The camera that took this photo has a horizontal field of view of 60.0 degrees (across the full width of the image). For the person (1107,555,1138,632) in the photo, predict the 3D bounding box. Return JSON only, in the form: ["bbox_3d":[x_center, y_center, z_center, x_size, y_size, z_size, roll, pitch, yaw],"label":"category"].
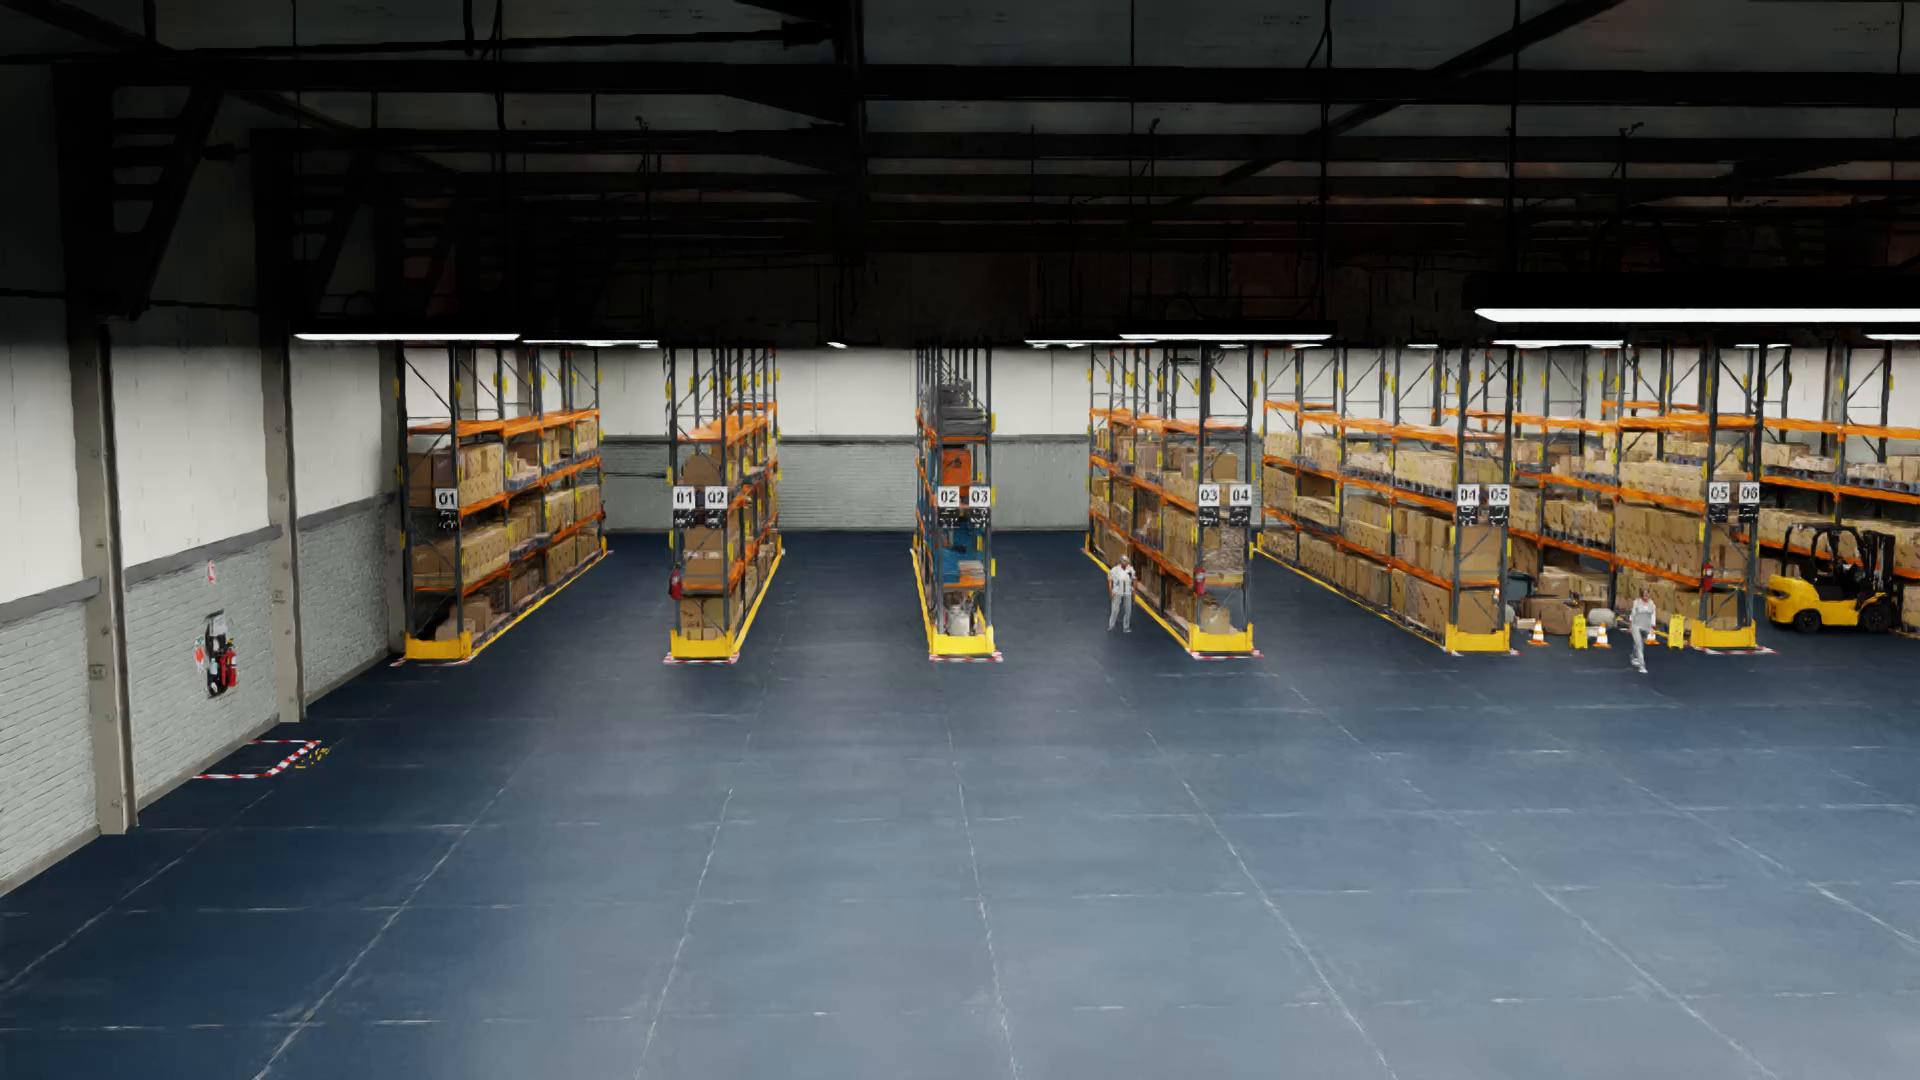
[{"bbox_3d":[3.307,1.089,33.873,0.625,1.611,0.582,-1,7,-5],"label":"person"}]

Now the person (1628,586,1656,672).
[{"bbox_3d":[12.249,1.570,29.829,0.419,1.514,1.043,0,6,0],"label":"person"}]
